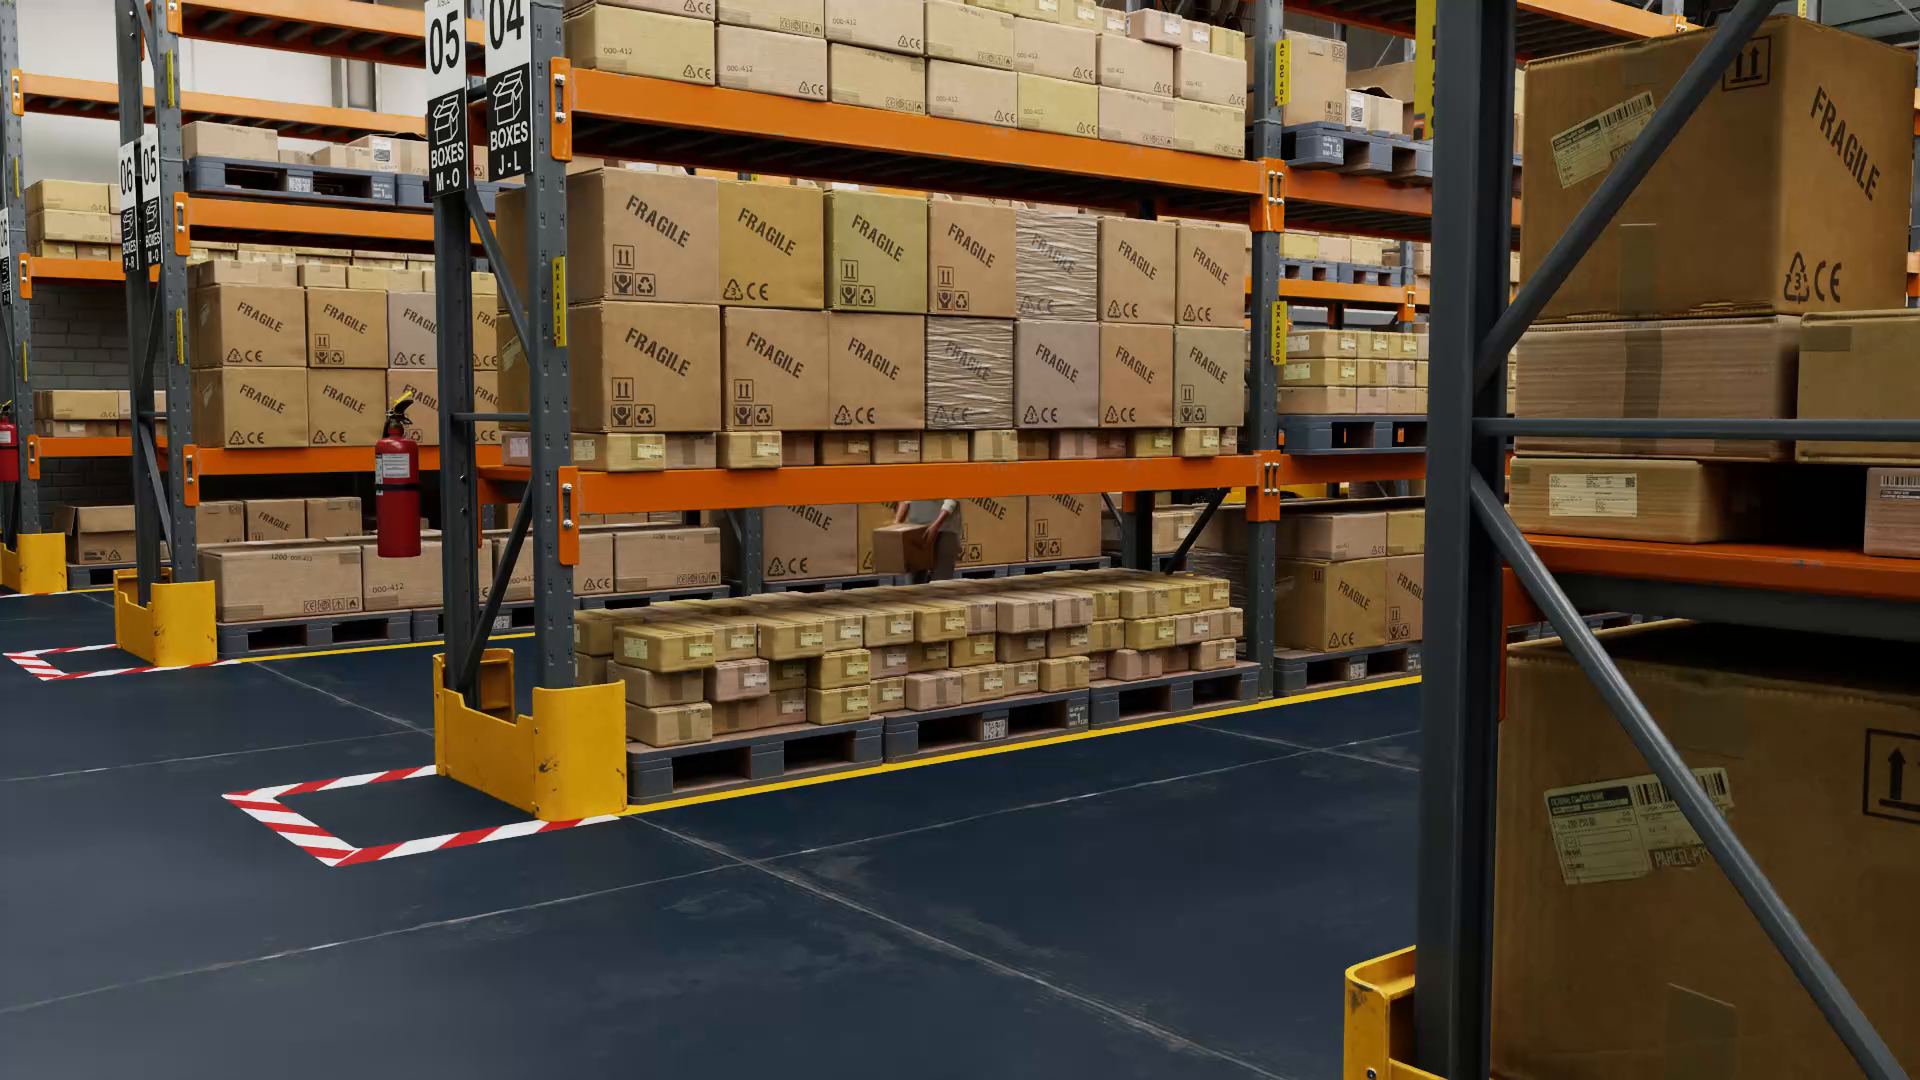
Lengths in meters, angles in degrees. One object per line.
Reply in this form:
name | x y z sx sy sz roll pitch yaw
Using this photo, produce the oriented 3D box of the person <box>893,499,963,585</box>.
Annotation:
person | -0.182 -0.032 9.831 0.444 1.602 0.384 4 6 42
